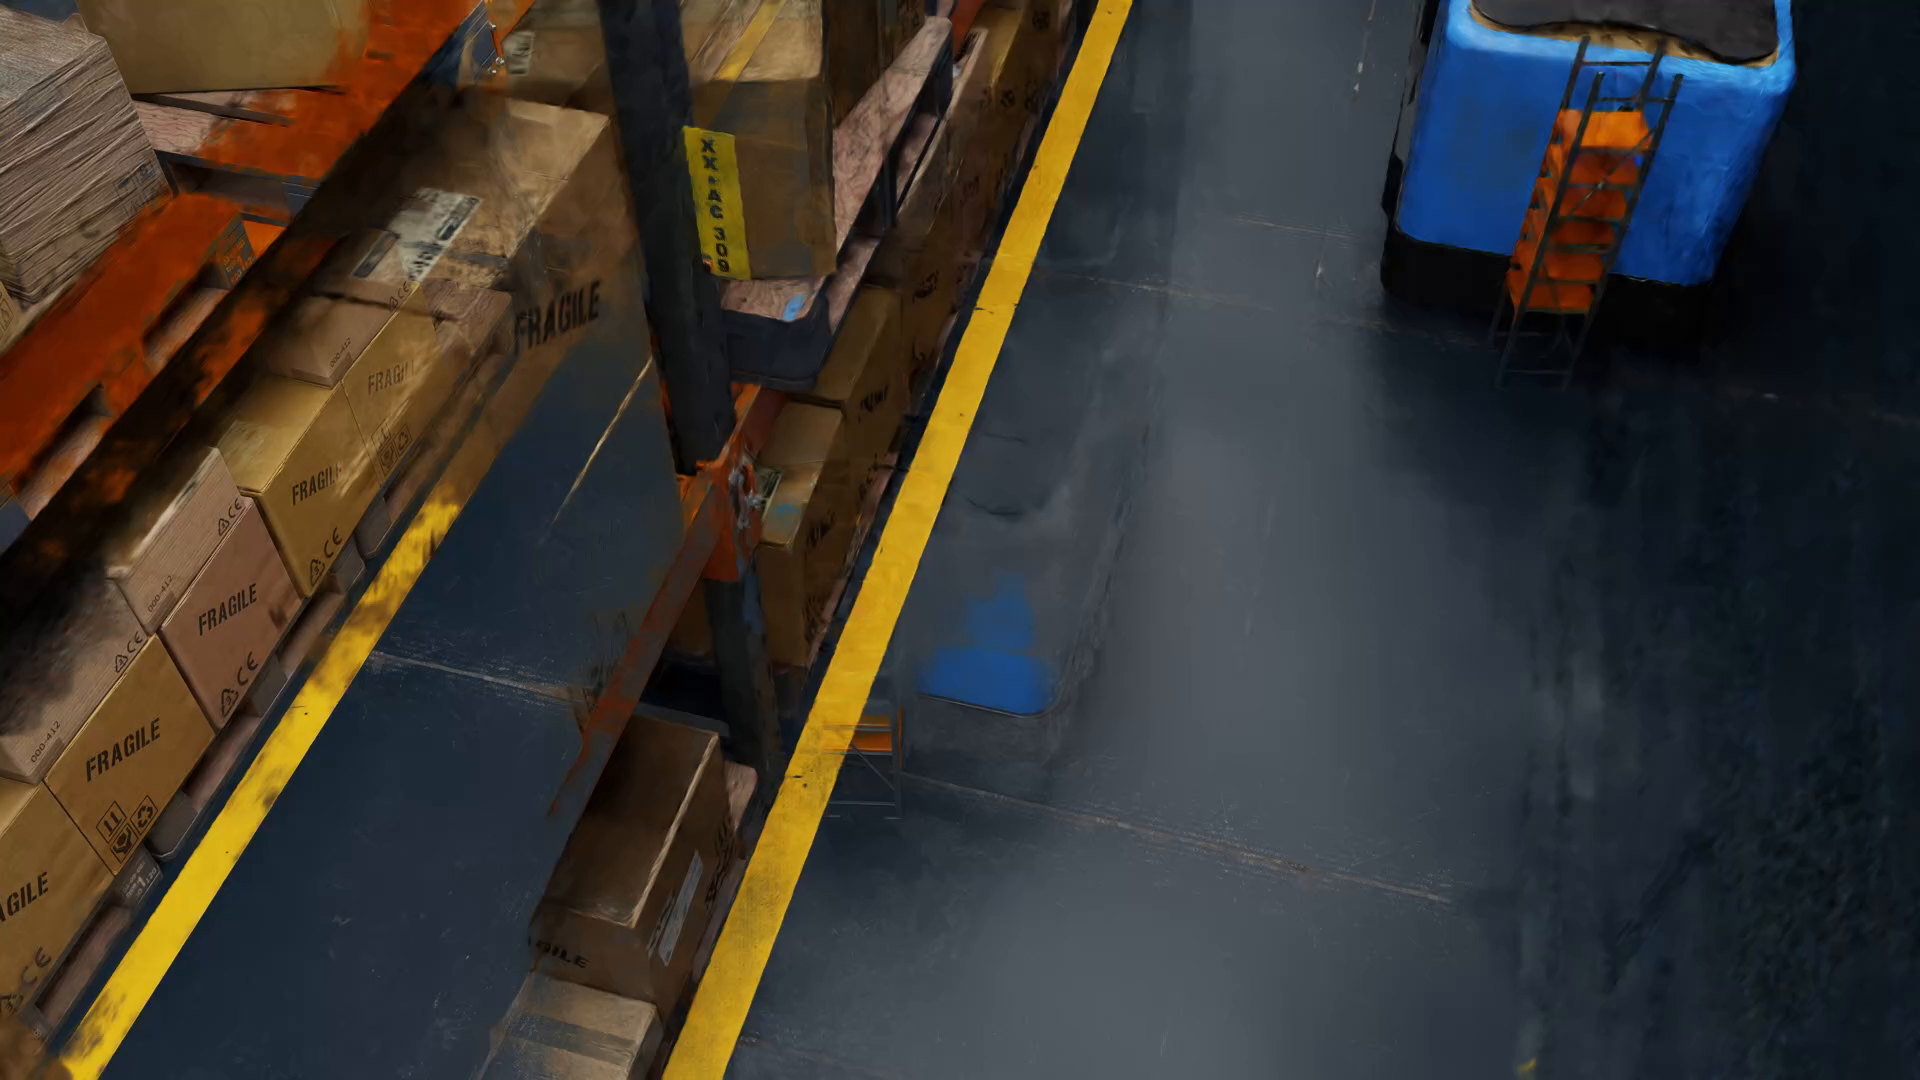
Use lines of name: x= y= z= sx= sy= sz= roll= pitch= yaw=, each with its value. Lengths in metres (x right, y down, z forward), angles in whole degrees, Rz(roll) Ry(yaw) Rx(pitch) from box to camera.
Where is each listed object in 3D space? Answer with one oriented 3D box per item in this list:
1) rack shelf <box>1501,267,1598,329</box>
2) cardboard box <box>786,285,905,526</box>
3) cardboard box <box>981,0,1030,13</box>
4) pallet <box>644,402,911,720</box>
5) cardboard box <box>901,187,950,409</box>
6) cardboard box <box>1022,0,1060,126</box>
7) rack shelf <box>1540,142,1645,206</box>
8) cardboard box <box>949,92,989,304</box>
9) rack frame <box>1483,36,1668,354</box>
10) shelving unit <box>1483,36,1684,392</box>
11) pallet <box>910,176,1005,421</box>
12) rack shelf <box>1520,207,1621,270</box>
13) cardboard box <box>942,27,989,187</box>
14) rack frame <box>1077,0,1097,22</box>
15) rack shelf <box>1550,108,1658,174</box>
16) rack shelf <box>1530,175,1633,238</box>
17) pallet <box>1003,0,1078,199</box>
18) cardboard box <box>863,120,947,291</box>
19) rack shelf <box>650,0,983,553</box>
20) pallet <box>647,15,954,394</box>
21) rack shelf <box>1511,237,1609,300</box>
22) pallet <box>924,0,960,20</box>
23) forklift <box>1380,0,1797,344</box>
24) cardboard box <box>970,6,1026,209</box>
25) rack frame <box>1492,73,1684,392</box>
rack shelf: x=-0.290 y=0.560 z=4.835 sx=0.258 sy=0.103 sz=0.180 roll=2 pitch=49 yaw=2
cardboard box: x=-2.656 y=0.903 z=4.326 sx=0.500 sy=0.500 sz=0.500 roll=12 pitch=50 yaw=11
cardboard box: x=-2.125 y=-0.784 z=5.315 sx=0.500 sy=0.250 sz=0.500 roll=13 pitch=50 yaw=11
pallet: x=-2.970 y=1.238 z=4.516 sx=1.003 sy=0.211 sz=1.213 roll=12 pitch=50 yaw=10
cardboard box: x=-2.517 y=0.543 z=4.644 sx=0.500 sy=0.500 sz=0.500 roll=12 pitch=50 yaw=10
cardboard box: x=-2.115 y=-0.578 z=5.633 sx=0.500 sy=0.500 sz=0.500 roll=13 pitch=50 yaw=12
rack shelf: x=-0.290 y=0.242 z=4.475 sx=0.258 sy=0.103 sz=0.180 roll=2 pitch=49 yaw=2
cardboard box: x=-2.383 y=0.178 z=4.966 sx=0.500 sy=0.500 sz=0.500 roll=10 pitch=49 yaw=9
rack frame: x=-0.286 y=0.303 z=4.682 sx=0.240 sy=1.200 sz=0.006 roll=2 pitch=49 yaw=2
shelving unit: x=-0.290 y=0.372 z=4.621 sx=0.258 sy=1.200 sz=0.189 roll=2 pitch=49 yaw=2
pallet: x=-2.651 y=0.353 z=5.298 sx=1.003 sy=0.211 sz=1.213 roll=12 pitch=50 yaw=10
rack shelf: x=-0.290 y=0.401 z=4.655 sx=0.258 sy=0.103 sz=0.180 roll=2 pitch=49 yaw=2
cardboard box: x=-2.391 y=-0.043 z=4.661 sx=0.500 sy=0.250 sz=0.500 roll=11 pitch=49 yaw=9
rack frame: x=-2.095 y=-1.982 z=5.499 sx=1.000 sy=3.000 sz=0.127 roll=12 pitch=50 yaw=10
rack shelf: x=-0.290 y=0.163 z=4.385 sx=0.258 sy=0.103 sz=0.180 roll=2 pitch=49 yaw=2
rack shelf: x=-0.290 y=0.322 z=4.565 sx=0.258 sy=0.103 sz=0.180 roll=2 pitch=49 yaw=2
pallet: x=-2.328 y=-0.527 z=6.074 sx=1.003 sy=0.211 sz=1.213 roll=12 pitch=50 yaw=10
cardboard box: x=-2.522 y=0.320 z=4.341 sx=0.500 sy=0.250 sz=0.500 roll=12 pitch=50 yaw=10
rack shelf: x=-2.621 y=-0.297 z=4.492 sx=1.077 sy=0.370 sz=4.000 roll=12 pitch=50 yaw=10
pallet: x=-2.832 y=0.418 z=3.508 sx=1.003 sy=0.211 sz=1.213 roll=12 pitch=50 yaw=10
rack shelf: x=-0.290 y=0.481 z=4.745 sx=0.258 sy=0.103 sz=0.180 roll=2 pitch=49 yaw=2
pallet: x=-2.602 y=-0.511 z=4.328 sx=1.003 sy=0.211 sz=1.213 roll=12 pitch=50 yaw=10
forklift: x=0.170 y=-1.421 z=5.049 sx=1.130 sy=2.935 sz=3.031 roll=12 pitch=50 yaw=10
cardboard box: x=-2.251 y=-0.203 z=5.303 sx=0.500 sy=0.500 sz=0.500 roll=10 pitch=49 yaw=9
rack frame: x=-0.293 y=0.440 z=4.561 sx=0.240 sy=1.200 sz=0.006 roll=2 pitch=49 yaw=2
